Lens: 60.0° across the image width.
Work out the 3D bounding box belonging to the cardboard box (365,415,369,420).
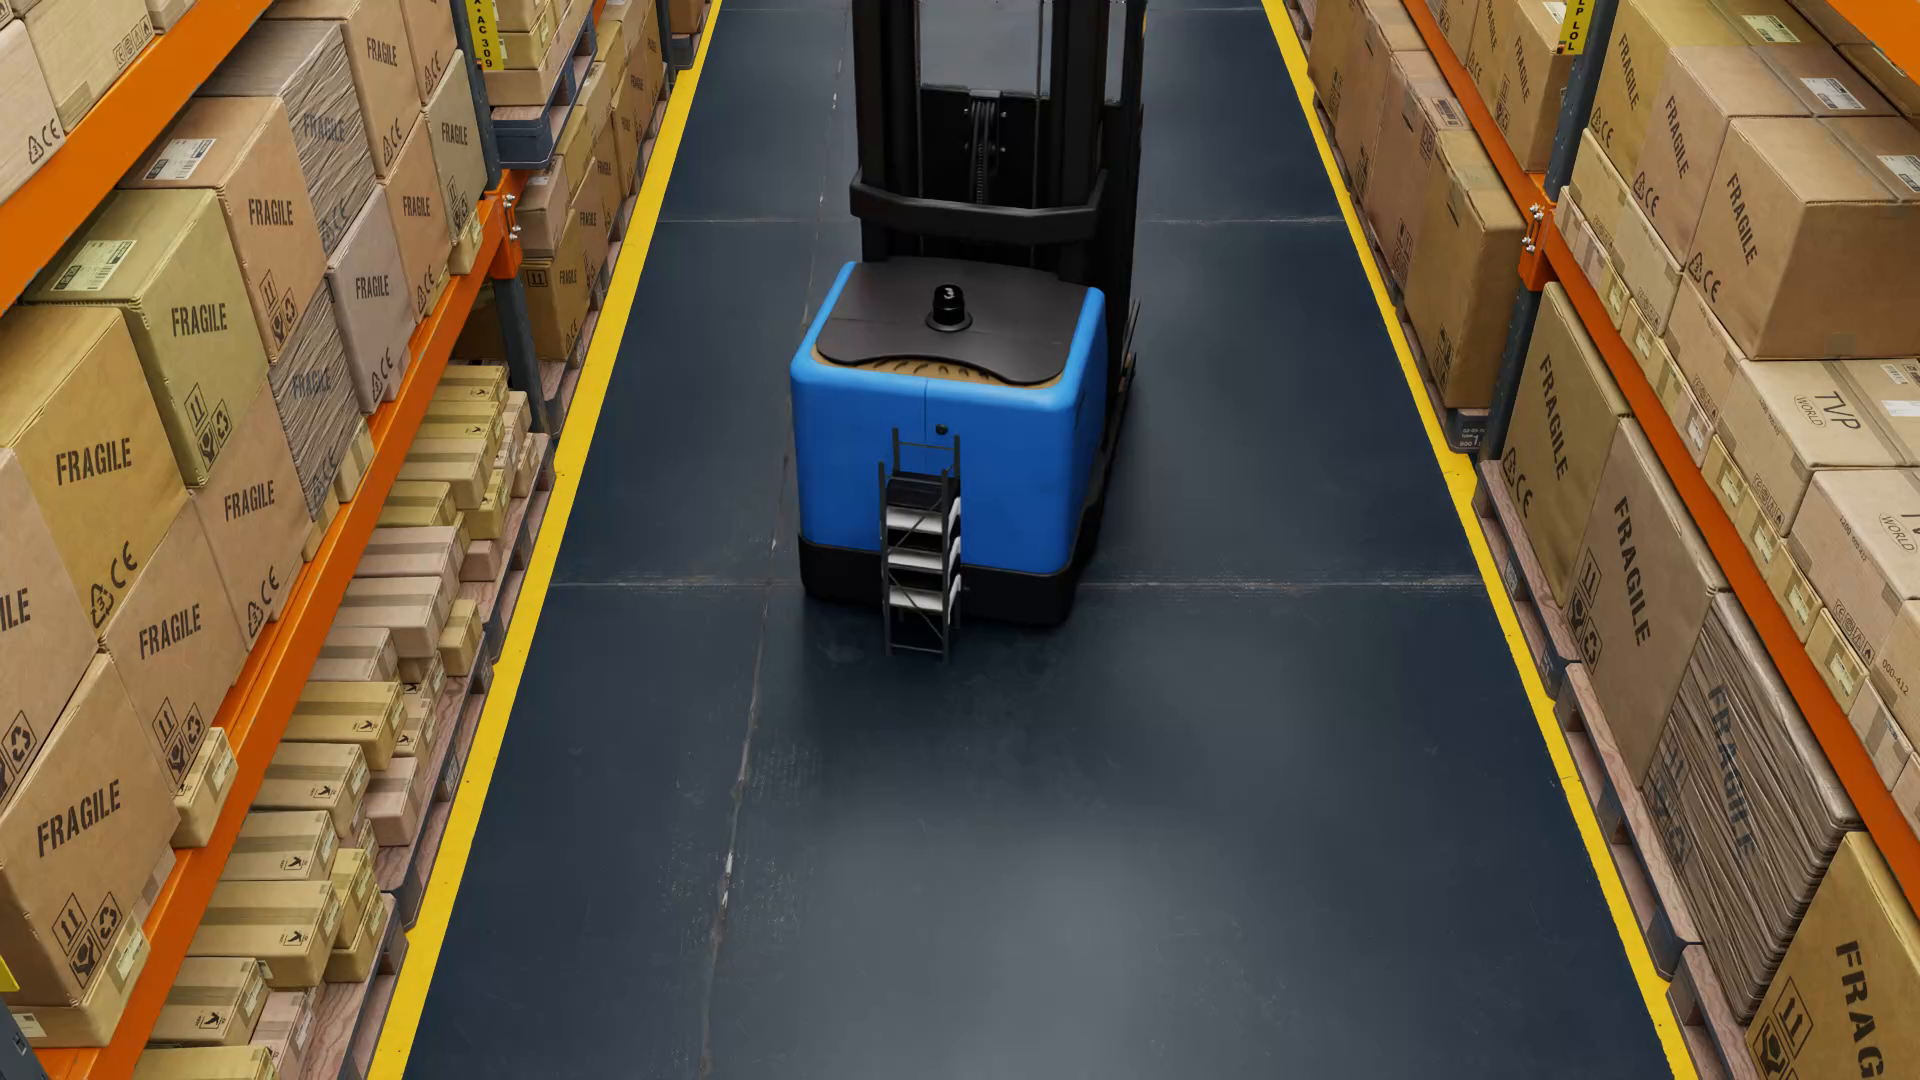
[{"bbox_3d":[-2.016,-0.402,5.053,0.380,0.149,0.250,-1,39,-1],"label":"cardboard box"}]

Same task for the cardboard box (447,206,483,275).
[{"bbox_3d":[-1.910,-1.059,5.874,0.380,0.149,0.250,-1,39,-1],"label":"cardboard box"}]

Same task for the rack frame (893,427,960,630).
[{"bbox_3d":[-0.117,-0.026,6.063,0.240,0.900,0.006,8,39,9],"label":"rack frame"}]

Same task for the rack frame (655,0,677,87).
[{"bbox_3d":[-2.258,-3.998,9.340,1.000,3.000,0.127,0,39,0],"label":"rack frame"}]

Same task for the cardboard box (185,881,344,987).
[{"bbox_3d":[-1.902,1.063,4.492,0.380,0.149,0.250,0,39,0],"label":"cardboard box"}]

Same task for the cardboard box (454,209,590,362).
[{"bbox_3d":[-1.989,-1.147,7.446,0.500,0.500,0.500,1,39,2],"label":"cardboard box"}]

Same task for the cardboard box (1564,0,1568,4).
[{"bbox_3d":[2.698,-2.267,6.298,0.797,0.503,0.637,-1,39,-1],"label":"cardboard box"}]

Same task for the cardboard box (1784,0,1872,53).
[{"bbox_3d":[2.975,-1.500,5.505,0.500,0.500,0.500,1,39,1],"label":"cardboard box"}]

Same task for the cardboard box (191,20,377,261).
[{"bbox_3d":[-1.990,-1.105,4.612,0.500,0.500,0.500,1,39,1],"label":"cardboard box"}]

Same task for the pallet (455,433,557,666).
[{"bbox_3d":[-2.217,0.012,6.567,1.003,0.211,1.213,0,39,0],"label":"pallet"}]

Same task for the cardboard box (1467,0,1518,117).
[{"bbox_3d":[2.439,-2.078,6.864,0.500,0.500,0.500,1,39,1],"label":"cardboard box"}]

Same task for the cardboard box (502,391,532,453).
[{"bbox_3d":[-1.935,-0.467,6.640,0.380,0.149,0.250,1,39,1],"label":"cardboard box"}]

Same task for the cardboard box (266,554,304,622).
[{"bbox_3d":[-1.995,0.087,4.444,0.380,0.149,0.250,-1,39,-1],"label":"cardboard box"}]

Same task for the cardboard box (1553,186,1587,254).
[{"bbox_3d":[2.374,-1.154,5.992,0.380,0.149,0.250,0,39,0],"label":"cardboard box"}]

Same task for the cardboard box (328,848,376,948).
[{"bbox_3d":[-1.917,1.025,4.779,0.380,0.149,0.250,1,39,1],"label":"cardboard box"}]

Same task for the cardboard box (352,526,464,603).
[{"bbox_3d":[-1.930,0.089,5.708,0.380,0.149,0.250,-2,39,-2],"label":"cardboard box"}]

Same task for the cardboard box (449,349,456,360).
[{"bbox_3d":[-2.506,-1.148,7.446,0.500,0.500,0.500,-1,39,-1],"label":"cardboard box"}]

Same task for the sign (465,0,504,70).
[{"bbox_3d":[-1.711,-1.840,5.955,0.100,0.325,0.005,0,39,0],"label":"sign"}]

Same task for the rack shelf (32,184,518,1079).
[{"bbox_3d":[-2.251,0.035,4.883,1.077,0.370,4.000,0,39,0],"label":"rack shelf"}]

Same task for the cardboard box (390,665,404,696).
[{"bbox_3d":[-2.045,0.520,5.408,0.380,0.149,0.250,2,39,2],"label":"cardboard box"}]

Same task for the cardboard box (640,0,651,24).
[{"bbox_3d":[-1.995,-3.052,9.223,0.500,0.250,0.500,-1,39,-1],"label":"cardboard box"}]

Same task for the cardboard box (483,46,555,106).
[{"bbox_3d":[-1.794,-1.809,6.474,0.380,0.149,0.250,-2,39,-2],"label":"cardboard box"}]

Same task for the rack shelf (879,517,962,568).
[{"bbox_3d":[-0.138,-0.008,5.949,0.258,0.077,0.200,8,39,9],"label":"rack shelf"}]

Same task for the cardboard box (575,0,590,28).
[{"bbox_3d":[-1.796,-2.296,7.081,0.380,0.149,0.250,0,39,0],"label":"cardboard box"}]

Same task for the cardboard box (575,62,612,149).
[{"bbox_3d":[-1.989,-2.092,8.025,0.500,0.250,0.500,1,39,2],"label":"cardboard box"}]

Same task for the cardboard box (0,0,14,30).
[{"bbox_3d":[-1.991,-0.903,2.800,0.500,0.250,0.500,0,39,-1],"label":"cardboard box"}]

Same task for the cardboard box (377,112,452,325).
[{"bbox_3d":[-1.971,-1.025,5.312,0.500,0.500,0.500,-1,39,-1],"label":"cardboard box"}]

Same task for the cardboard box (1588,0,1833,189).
[{"bbox_3d":[2.452,-1.487,5.490,0.500,0.500,0.500,0,39,0],"label":"cardboard box"}]

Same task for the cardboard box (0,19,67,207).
[{"bbox_3d":[-1.990,-0.717,2.968,0.500,0.250,0.500,1,39,1],"label":"cardboard box"}]

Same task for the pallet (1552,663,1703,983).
[{"bbox_3d":[2.634,0.892,5.469,1.003,0.211,1.213,0,39,0],"label":"pallet"}]

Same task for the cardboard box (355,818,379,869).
[{"bbox_3d":[-2.005,0.987,5.063,0.380,0.149,0.250,0,39,0],"label":"cardboard box"}]

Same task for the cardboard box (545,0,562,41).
[{"bbox_3d":[-1.796,-2.087,6.583,0.380,0.149,0.250,-1,39,-1],"label":"cardboard box"}]

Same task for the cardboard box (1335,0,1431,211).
[{"bbox_3d":[2.675,-2.284,8.565,1.225,0.875,0.875,0,39,0],"label":"cardboard box"}]

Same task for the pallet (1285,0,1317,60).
[{"bbox_3d":[2.703,-3.339,10.748,1.003,0.211,1.213,0,39,0],"label":"pallet"}]

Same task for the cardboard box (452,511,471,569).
[{"bbox_3d":[-2.002,0.026,6.025,0.380,0.149,0.250,0,39,0],"label":"cardboard box"}]

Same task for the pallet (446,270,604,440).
[{"bbox_3d":[-2.256,-0.895,7.698,1.003,0.211,1.213,0,39,0],"label":"pallet"}]

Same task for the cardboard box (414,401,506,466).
[{"bbox_3d":[-1.953,-0.398,6.316,0.380,0.149,0.250,0,39,1],"label":"cardboard box"}]

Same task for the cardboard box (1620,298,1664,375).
[{"bbox_3d":[2.378,-0.660,5.376,0.380,0.149,0.250,-1,39,-1],"label":"cardboard box"}]

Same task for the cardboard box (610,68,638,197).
[{"bbox_3d":[-1.982,-2.120,8.659,0.500,0.500,0.500,-2,39,-2],"label":"cardboard box"}]

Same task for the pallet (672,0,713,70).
[{"bbox_3d":[-2.184,-3.403,10.827,1.003,0.211,1.213,0,39,0],"label":"pallet"}]

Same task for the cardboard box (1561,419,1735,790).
[{"bbox_3d":[2.628,0.204,5.460,0.875,0.875,0.875,0,39,0],"label":"cardboard box"}]

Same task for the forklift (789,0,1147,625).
[{"bbox_3d":[0.192,-1.750,6.590,1.130,2.935,3.031,8,39,9],"label":"forklift"}]

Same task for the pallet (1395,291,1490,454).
[{"bbox_3d":[2.630,-0.831,7.618,1.003,0.211,1.213,0,39,0],"label":"pallet"}]

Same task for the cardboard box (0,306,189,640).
[{"bbox_3d":[-1.991,-0.137,3.405,0.500,0.500,0.500,1,39,1],"label":"cardboard box"}]

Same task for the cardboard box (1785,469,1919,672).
[{"bbox_3d":[2.444,0.069,4.148,0.500,0.250,0.500,-1,39,-2],"label":"cardboard box"}]

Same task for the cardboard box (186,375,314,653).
[{"bbox_3d":[-1.987,-0.072,4.124,0.500,0.500,0.500,0,39,1],"label":"cardboard box"}]

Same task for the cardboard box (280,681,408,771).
[{"bbox_3d":[-1.931,0.570,5.108,0.380,0.149,0.250,1,39,1],"label":"cardboard box"}]

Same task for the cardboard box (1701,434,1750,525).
[{"bbox_3d":[2.378,-0.179,4.775,0.380,0.149,0.250,-1,39,-1],"label":"cardboard box"}]

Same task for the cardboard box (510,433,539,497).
[{"bbox_3d":[-1.912,-0.303,6.673,0.380,0.149,0.250,0,39,1],"label":"cardboard box"}]

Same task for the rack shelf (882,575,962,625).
[{"bbox_3d":[-0.138,0.203,6.118,0.258,0.077,0.200,8,39,9],"label":"rack shelf"}]

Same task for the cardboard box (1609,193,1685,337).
[{"bbox_3d":[2.441,-0.889,5.343,0.500,0.250,0.500,0,39,0],"label":"cardboard box"}]

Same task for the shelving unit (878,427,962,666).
[{"bbox_3d":[-0.138,0.036,5.985,0.258,0.900,0.210,8,39,9],"label":"shelving unit"}]

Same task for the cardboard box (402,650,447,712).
[{"bbox_3d":[-1.978,0.507,5.662,0.380,0.149,0.250,1,39,1],"label":"cardboard box"}]

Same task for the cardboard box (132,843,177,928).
[{"bbox_3d":[-1.963,0.741,3.628,0.380,0.149,0.250,1,39,2],"label":"cardboard box"}]

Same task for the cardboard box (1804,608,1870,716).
[{"bbox_3d":[2.379,0.301,4.176,0.380,0.149,0.250,-1,39,-1],"label":"cardboard box"}]
